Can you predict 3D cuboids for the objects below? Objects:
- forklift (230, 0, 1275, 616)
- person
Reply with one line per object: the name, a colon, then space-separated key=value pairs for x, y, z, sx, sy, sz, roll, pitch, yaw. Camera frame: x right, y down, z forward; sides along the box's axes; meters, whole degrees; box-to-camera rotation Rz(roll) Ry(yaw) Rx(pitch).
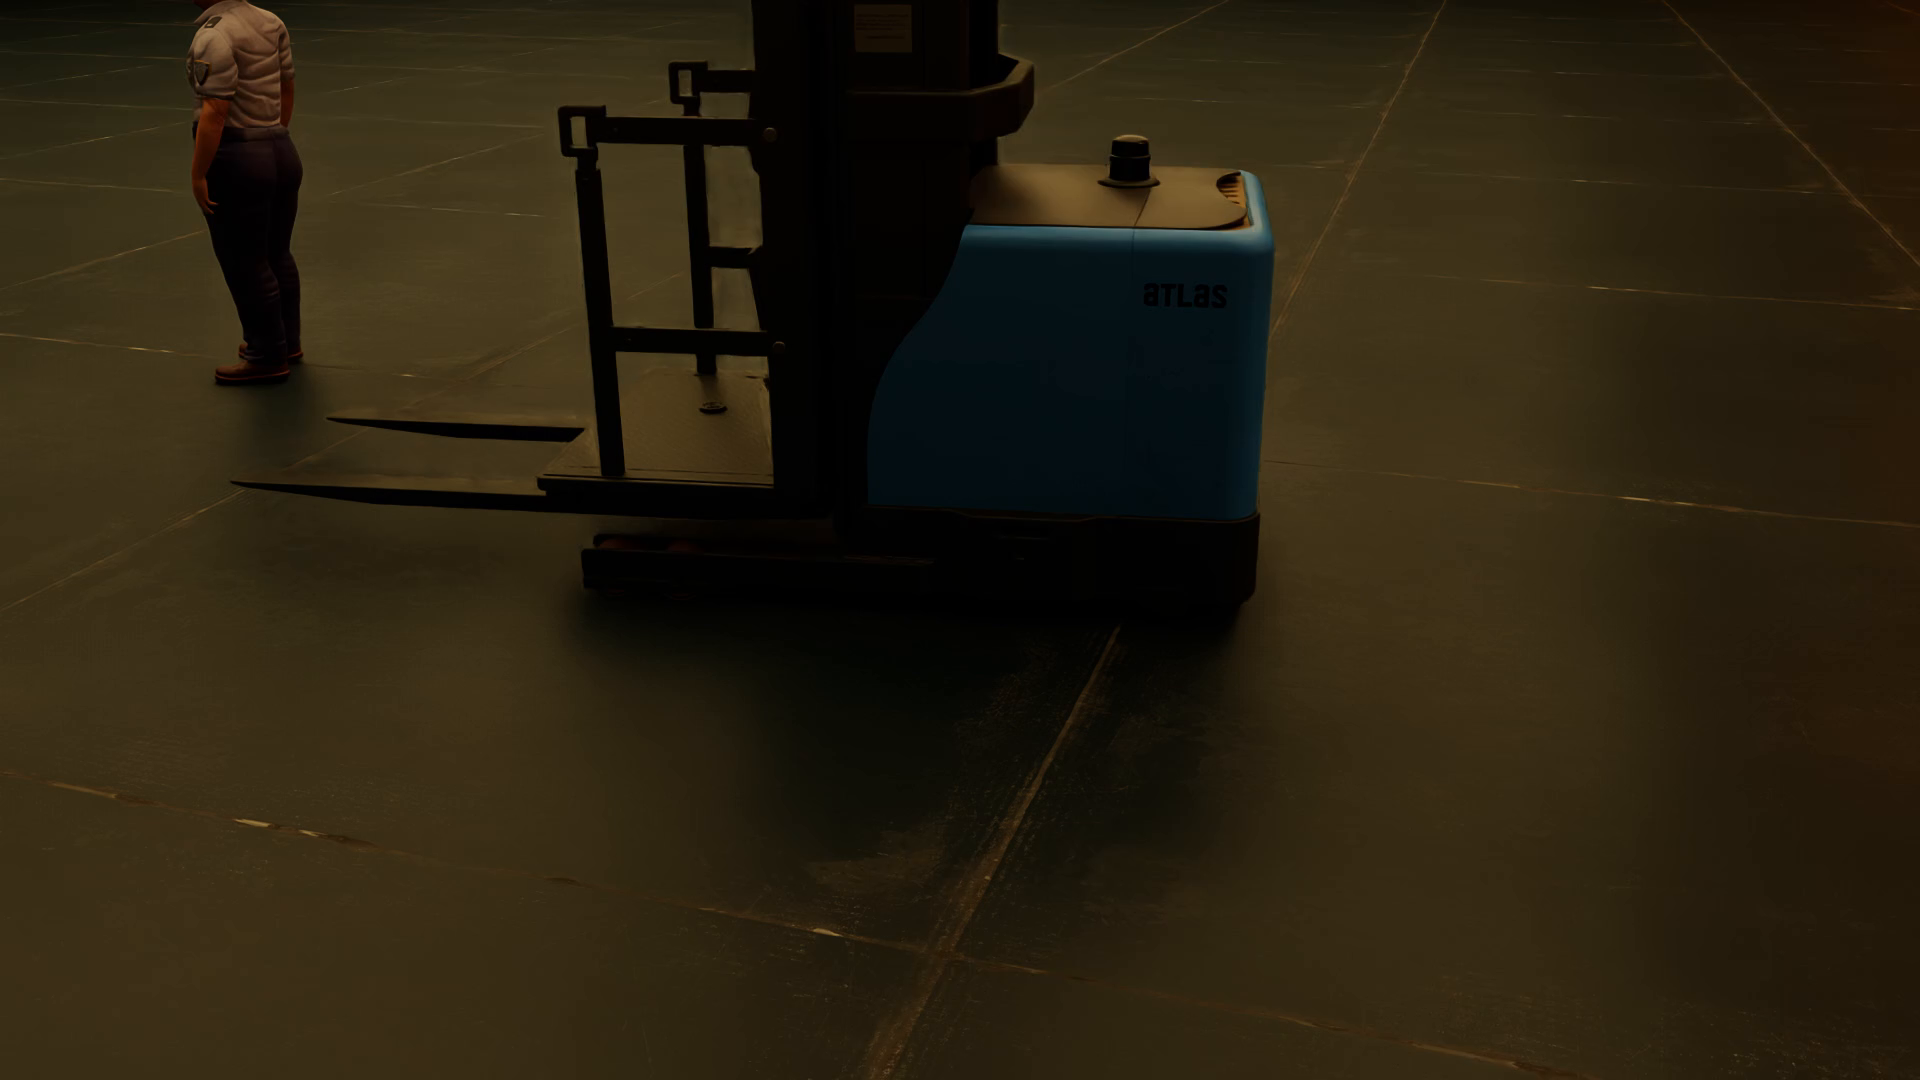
forklift: x=-0.639 y=-1.379 z=4.619 sx=3.031 sy=2.935 sz=1.130 roll=3 pitch=23 yaw=7
person: x=-2.823 y=-1.429 z=6.421 sx=0.495 sy=1.645 sz=0.590 roll=4 pitch=23 yaw=10
